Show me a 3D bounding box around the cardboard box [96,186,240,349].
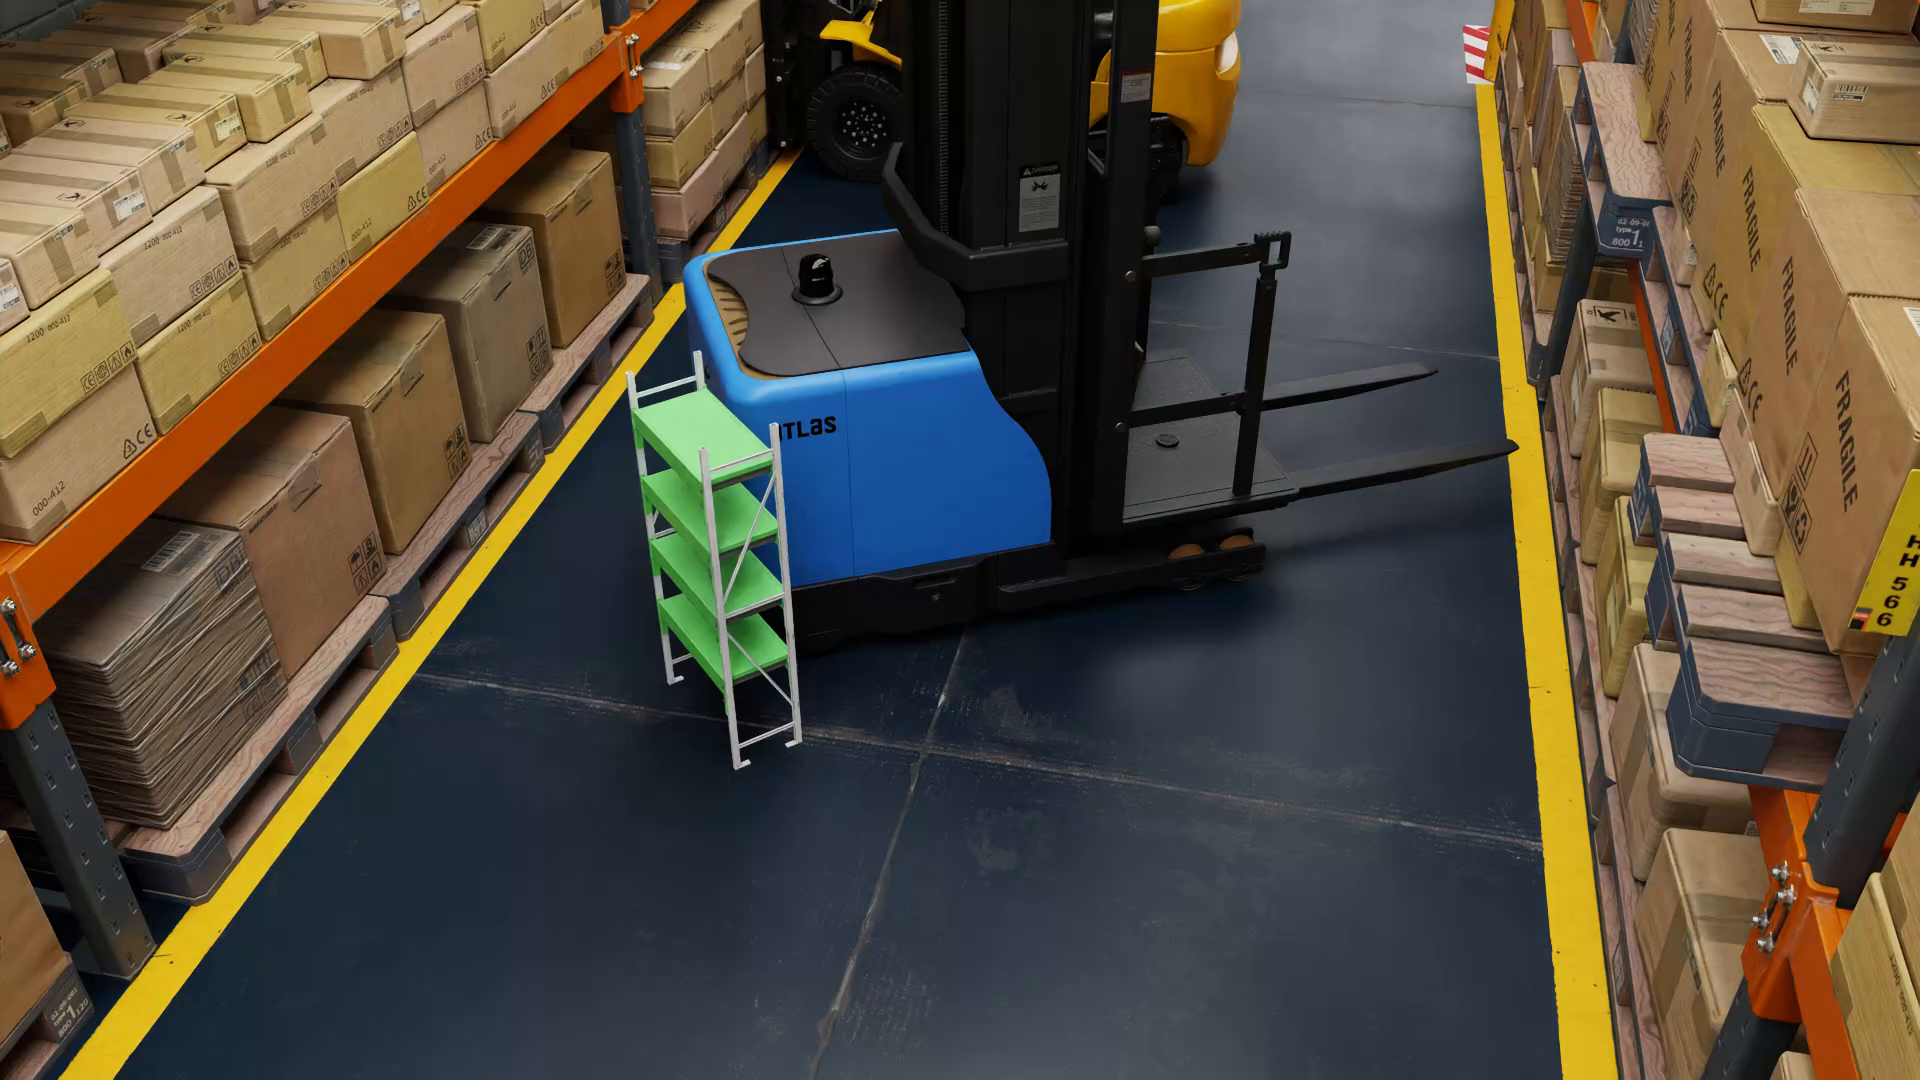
[{"bbox_3d":[-2.309,-0.747,4.427,0.500,0.250,0.500,8,37,11],"label":"cardboard box"}]

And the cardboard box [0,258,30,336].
[{"bbox_3d":[-2.395,-0.544,3.807,0.380,0.149,0.250,8,37,11],"label":"cardboard box"}]

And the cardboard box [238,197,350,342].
[{"bbox_3d":[-2.202,-0.842,4.983,0.500,0.250,0.500,6,36,8],"label":"cardboard box"}]

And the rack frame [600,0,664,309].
[{"bbox_3d":[-1.897,-2.388,6.989,1.000,3.000,0.127,7,37,10],"label":"rack frame"}]

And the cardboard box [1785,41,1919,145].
[{"bbox_3d":[2.173,-1.042,3.882,0.380,0.149,0.250,6,36,8],"label":"cardboard box"}]

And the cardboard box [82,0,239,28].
[{"bbox_3d":[-2.552,-1.648,5.331,0.380,0.149,0.250,8,37,10],"label":"cardboard box"}]

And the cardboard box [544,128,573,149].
[{"bbox_3d":[-1.993,-1.952,7.947,0.500,0.250,0.500,7,36,9],"label":"cardboard box"}]

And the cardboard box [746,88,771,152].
[{"bbox_3d":[-1.282,-2.270,8.812,0.500,0.250,0.500,8,37,11],"label":"cardboard box"}]

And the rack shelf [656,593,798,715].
[{"bbox_3d":[-0.745,0.325,5.297,0.258,0.148,0.480,-21,41,-26],"label":"rack shelf"}]

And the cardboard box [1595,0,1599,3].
[{"bbox_3d":[2.909,-2.511,6.820,0.500,0.500,0.500,9,37,12],"label":"cardboard box"}]

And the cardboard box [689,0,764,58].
[{"bbox_3d":[-1.273,-2.666,8.506,0.500,0.250,0.500,9,37,12],"label":"cardboard box"}]

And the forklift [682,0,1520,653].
[{"bbox_3d":[0.597,-1.292,5.535,3.031,2.935,1.130,-10,37,-13],"label":"forklift"}]

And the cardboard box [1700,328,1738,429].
[{"bbox_3d":[2.042,-0.376,4.070,0.380,0.149,0.250,8,37,11],"label":"cardboard box"}]

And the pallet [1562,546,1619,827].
[{"bbox_3d":[2.530,0.509,5.368,1.003,0.211,1.213,7,37,10],"label":"pallet"}]

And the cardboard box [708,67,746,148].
[{"bbox_3d":[-1.386,-2.175,8.254,0.500,0.250,0.500,7,37,10],"label":"cardboard box"}]

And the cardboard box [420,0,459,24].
[{"bbox_3d":[-1.938,-1.874,5.642,0.380,0.149,0.250,6,36,9],"label":"cardboard box"}]

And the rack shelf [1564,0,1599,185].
[{"bbox_3d":[3.381,-2.623,7.927,1.077,0.370,4.000,7,37,10],"label":"rack shelf"}]

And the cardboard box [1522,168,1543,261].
[{"bbox_3d":[2.921,-1.504,7.754,0.500,0.250,0.500,6,36,9],"label":"cardboard box"}]

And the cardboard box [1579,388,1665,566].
[{"bbox_3d":[2.694,-0.161,5.797,0.950,0.372,0.625,10,37,13],"label":"cardboard box"}]

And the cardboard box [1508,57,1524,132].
[{"bbox_3d":[3.249,-2.399,8.989,0.500,0.250,0.500,9,37,12],"label":"cardboard box"}]

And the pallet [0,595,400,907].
[{"bbox_3d":[-2.537,0.567,5.288,1.003,0.211,1.213,7,37,10],"label":"pallet"}]

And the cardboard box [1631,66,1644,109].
[{"bbox_3d":[2.527,-1.559,5.701,0.380,0.149,0.250,8,37,11],"label":"cardboard box"}]

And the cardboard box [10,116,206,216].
[{"bbox_3d":[-2.266,-0.999,4.435,0.380,0.149,0.250,8,37,10],"label":"cardboard box"}]

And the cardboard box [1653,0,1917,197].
[{"bbox_3d":[2.348,-1.297,4.787,0.500,0.500,0.500,7,37,10],"label":"cardboard box"}]

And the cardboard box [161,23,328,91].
[{"bbox_3d":[-2.169,-1.446,5.052,0.380,0.149,0.250,7,37,10],"label":"cardboard box"}]

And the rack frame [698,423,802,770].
[{"bbox_3d":[-0.612,0.199,4.954,0.240,1.200,0.015,-21,41,-26],"label":"rack frame"}]

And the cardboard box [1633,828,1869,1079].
[{"bbox_3d":[2.229,1.096,4.063,0.950,0.372,0.625,5,36,7],"label":"cardboard box"}]

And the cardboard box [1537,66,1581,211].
[{"bbox_3d":[2.924,-1.793,7.514,0.500,0.500,0.500,8,37,11],"label":"cardboard box"}]

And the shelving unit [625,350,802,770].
[{"bbox_3d":[-0.745,0.079,5.119,0.258,1.200,0.503,-21,41,-26],"label":"shelving unit"}]

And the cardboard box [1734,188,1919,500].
[{"bbox_3d":[2.024,-0.399,3.548,0.500,0.500,0.500,7,36,9],"label":"cardboard box"}]

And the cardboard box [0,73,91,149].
[{"bbox_3d":[-2.701,-1.204,4.718,0.380,0.149,0.250,7,37,10],"label":"cardboard box"}]

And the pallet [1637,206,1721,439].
[{"bbox_3d":[2.482,-0.537,4.599,1.003,0.211,1.213,7,37,10],"label":"pallet"}]

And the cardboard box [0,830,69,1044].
[{"bbox_3d":[-2.631,1.016,4.064,0.500,0.500,0.500,8,37,11],"label":"cardboard box"}]

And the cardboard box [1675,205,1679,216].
[{"bbox_3d":[2.328,-0.961,4.877,0.380,0.149,0.250,8,37,10],"label":"cardboard box"}]

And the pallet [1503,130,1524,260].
[{"bbox_3d":[3.321,-1.730,8.457,1.003,0.211,1.213,7,37,10],"label":"pallet"}]

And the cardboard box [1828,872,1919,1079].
[{"bbox_3d":[1.749,0.835,2.670,0.500,0.250,0.500,7,36,9],"label":"cardboard box"}]

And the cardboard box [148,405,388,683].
[{"bbox_3d":[-2.473,-0.035,5.408,0.875,0.625,0.625,8,37,11],"label":"cardboard box"}]

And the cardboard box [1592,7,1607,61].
[{"bbox_3d":[2.771,-2.033,6.713,0.380,0.149,0.250,8,37,11],"label":"cardboard box"}]

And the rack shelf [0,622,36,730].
[{"bbox_3d":[-3.178,1.343,2.454,1.077,0.370,4.000,7,37,10],"label":"rack shelf"}]

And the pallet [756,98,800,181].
[{"bbox_3d":[-1.427,-2.411,9.397,1.003,0.211,1.213,7,37,10],"label":"pallet"}]

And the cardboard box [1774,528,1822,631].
[{"bbox_3d":[1.926,0.077,3.445,0.380,0.149,0.250,8,37,11],"label":"cardboard box"}]

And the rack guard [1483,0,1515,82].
[{"bbox_3d":[3.791,-3.006,9.971,1.175,0.500,0.348,7,37,10],"label":"rack guard"}]

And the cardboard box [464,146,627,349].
[{"bbox_3d":[-1.997,-1.296,7.148,0.875,0.625,0.625,9,37,12],"label":"cardboard box"}]

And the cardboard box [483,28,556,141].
[{"bbox_3d":[-1.851,-1.717,6.191,0.500,0.250,0.500,7,37,10],"label":"cardboard box"}]

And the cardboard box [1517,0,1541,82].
[{"bbox_3d":[3.253,-2.680,8.738,0.500,0.500,0.500,6,36,8],"label":"cardboard box"}]

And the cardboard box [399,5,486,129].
[{"bbox_3d":[-1.969,-1.628,5.642,0.500,0.250,0.500,8,37,11],"label":"cardboard box"}]
